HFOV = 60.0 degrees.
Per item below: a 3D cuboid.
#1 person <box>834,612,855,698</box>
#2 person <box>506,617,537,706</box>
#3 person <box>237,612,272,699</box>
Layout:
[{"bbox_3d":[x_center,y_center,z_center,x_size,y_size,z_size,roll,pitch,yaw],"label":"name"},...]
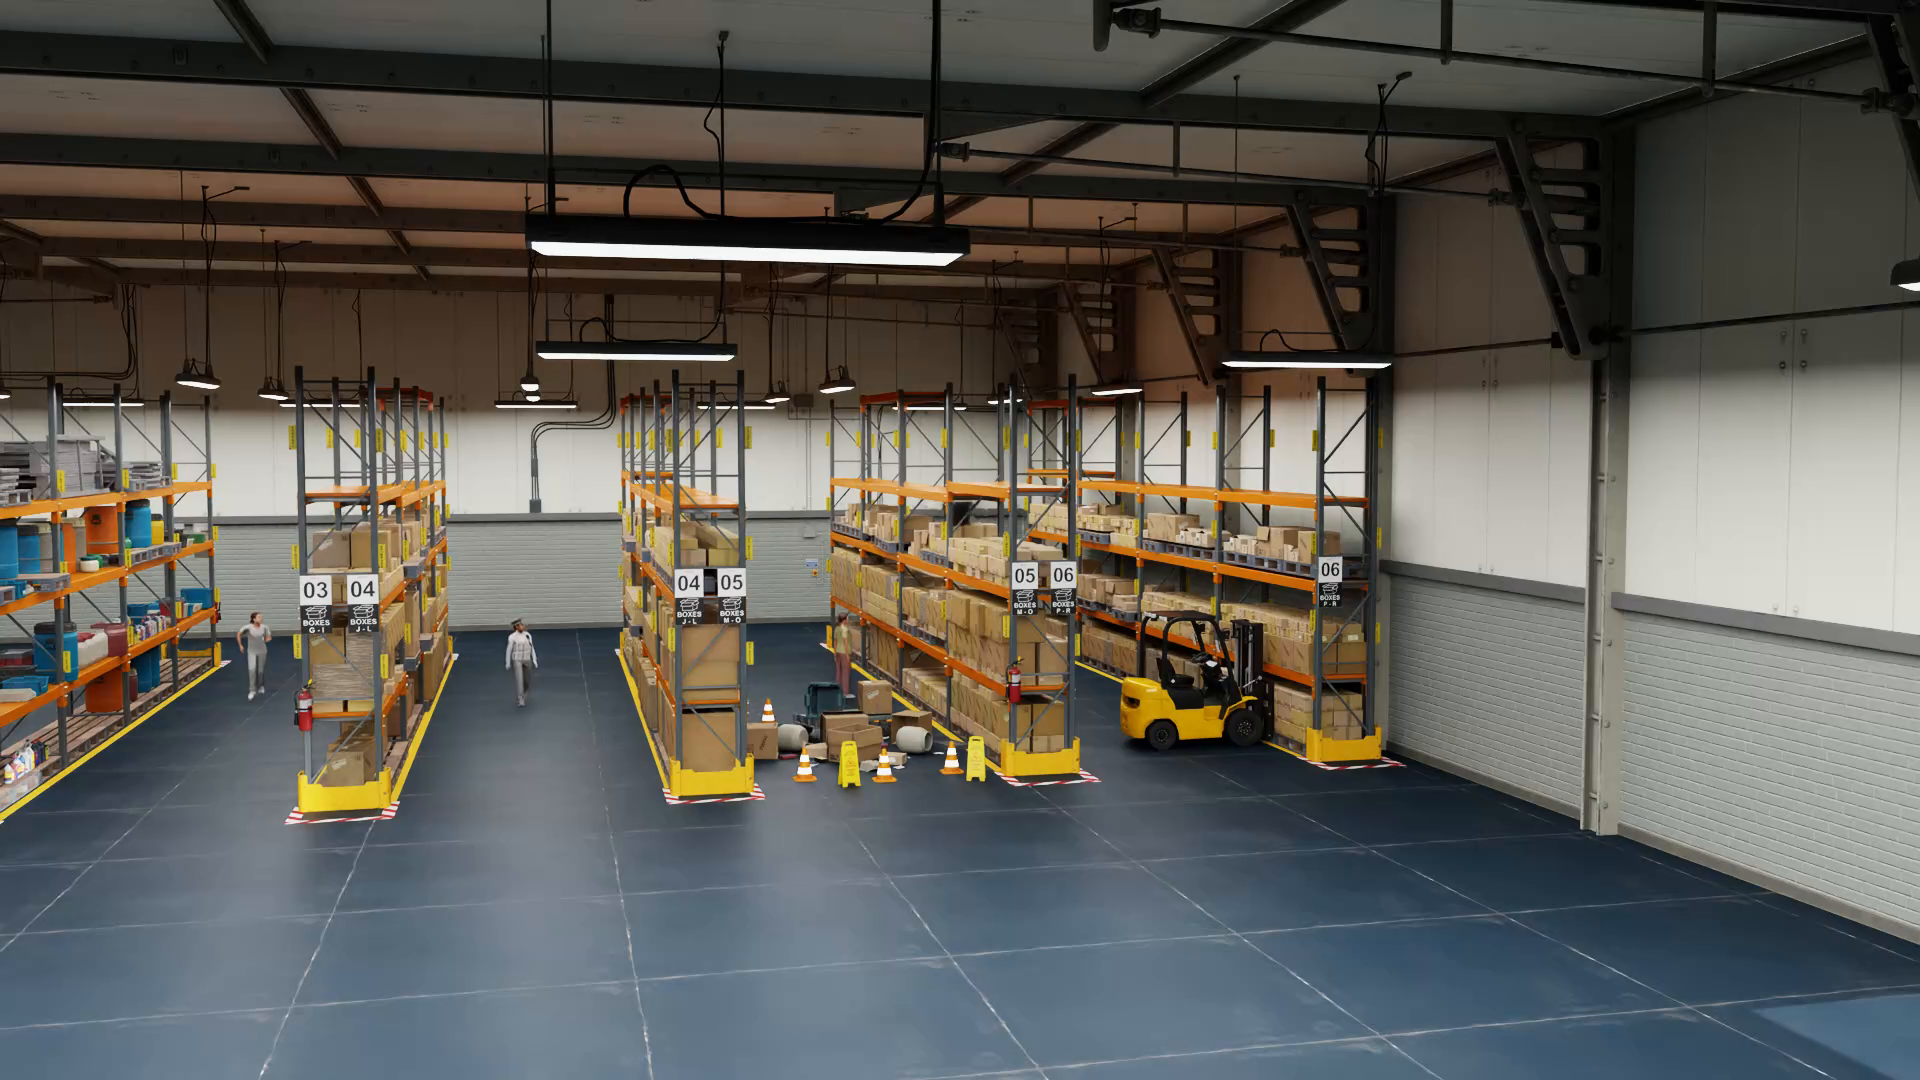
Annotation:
[{"bbox_3d":[-2.263,2.233,32.297,0.339,1.674,0.514,-2,4,-36],"label":"person"},{"bbox_3d":[-8.346,2.285,31.619,0.572,1.646,0.932,-2,4,-24],"label":"person"},{"bbox_3d":[-13.734,2.211,32.366,0.620,1.643,0.997,-1,4,-17],"label":"person"}]
